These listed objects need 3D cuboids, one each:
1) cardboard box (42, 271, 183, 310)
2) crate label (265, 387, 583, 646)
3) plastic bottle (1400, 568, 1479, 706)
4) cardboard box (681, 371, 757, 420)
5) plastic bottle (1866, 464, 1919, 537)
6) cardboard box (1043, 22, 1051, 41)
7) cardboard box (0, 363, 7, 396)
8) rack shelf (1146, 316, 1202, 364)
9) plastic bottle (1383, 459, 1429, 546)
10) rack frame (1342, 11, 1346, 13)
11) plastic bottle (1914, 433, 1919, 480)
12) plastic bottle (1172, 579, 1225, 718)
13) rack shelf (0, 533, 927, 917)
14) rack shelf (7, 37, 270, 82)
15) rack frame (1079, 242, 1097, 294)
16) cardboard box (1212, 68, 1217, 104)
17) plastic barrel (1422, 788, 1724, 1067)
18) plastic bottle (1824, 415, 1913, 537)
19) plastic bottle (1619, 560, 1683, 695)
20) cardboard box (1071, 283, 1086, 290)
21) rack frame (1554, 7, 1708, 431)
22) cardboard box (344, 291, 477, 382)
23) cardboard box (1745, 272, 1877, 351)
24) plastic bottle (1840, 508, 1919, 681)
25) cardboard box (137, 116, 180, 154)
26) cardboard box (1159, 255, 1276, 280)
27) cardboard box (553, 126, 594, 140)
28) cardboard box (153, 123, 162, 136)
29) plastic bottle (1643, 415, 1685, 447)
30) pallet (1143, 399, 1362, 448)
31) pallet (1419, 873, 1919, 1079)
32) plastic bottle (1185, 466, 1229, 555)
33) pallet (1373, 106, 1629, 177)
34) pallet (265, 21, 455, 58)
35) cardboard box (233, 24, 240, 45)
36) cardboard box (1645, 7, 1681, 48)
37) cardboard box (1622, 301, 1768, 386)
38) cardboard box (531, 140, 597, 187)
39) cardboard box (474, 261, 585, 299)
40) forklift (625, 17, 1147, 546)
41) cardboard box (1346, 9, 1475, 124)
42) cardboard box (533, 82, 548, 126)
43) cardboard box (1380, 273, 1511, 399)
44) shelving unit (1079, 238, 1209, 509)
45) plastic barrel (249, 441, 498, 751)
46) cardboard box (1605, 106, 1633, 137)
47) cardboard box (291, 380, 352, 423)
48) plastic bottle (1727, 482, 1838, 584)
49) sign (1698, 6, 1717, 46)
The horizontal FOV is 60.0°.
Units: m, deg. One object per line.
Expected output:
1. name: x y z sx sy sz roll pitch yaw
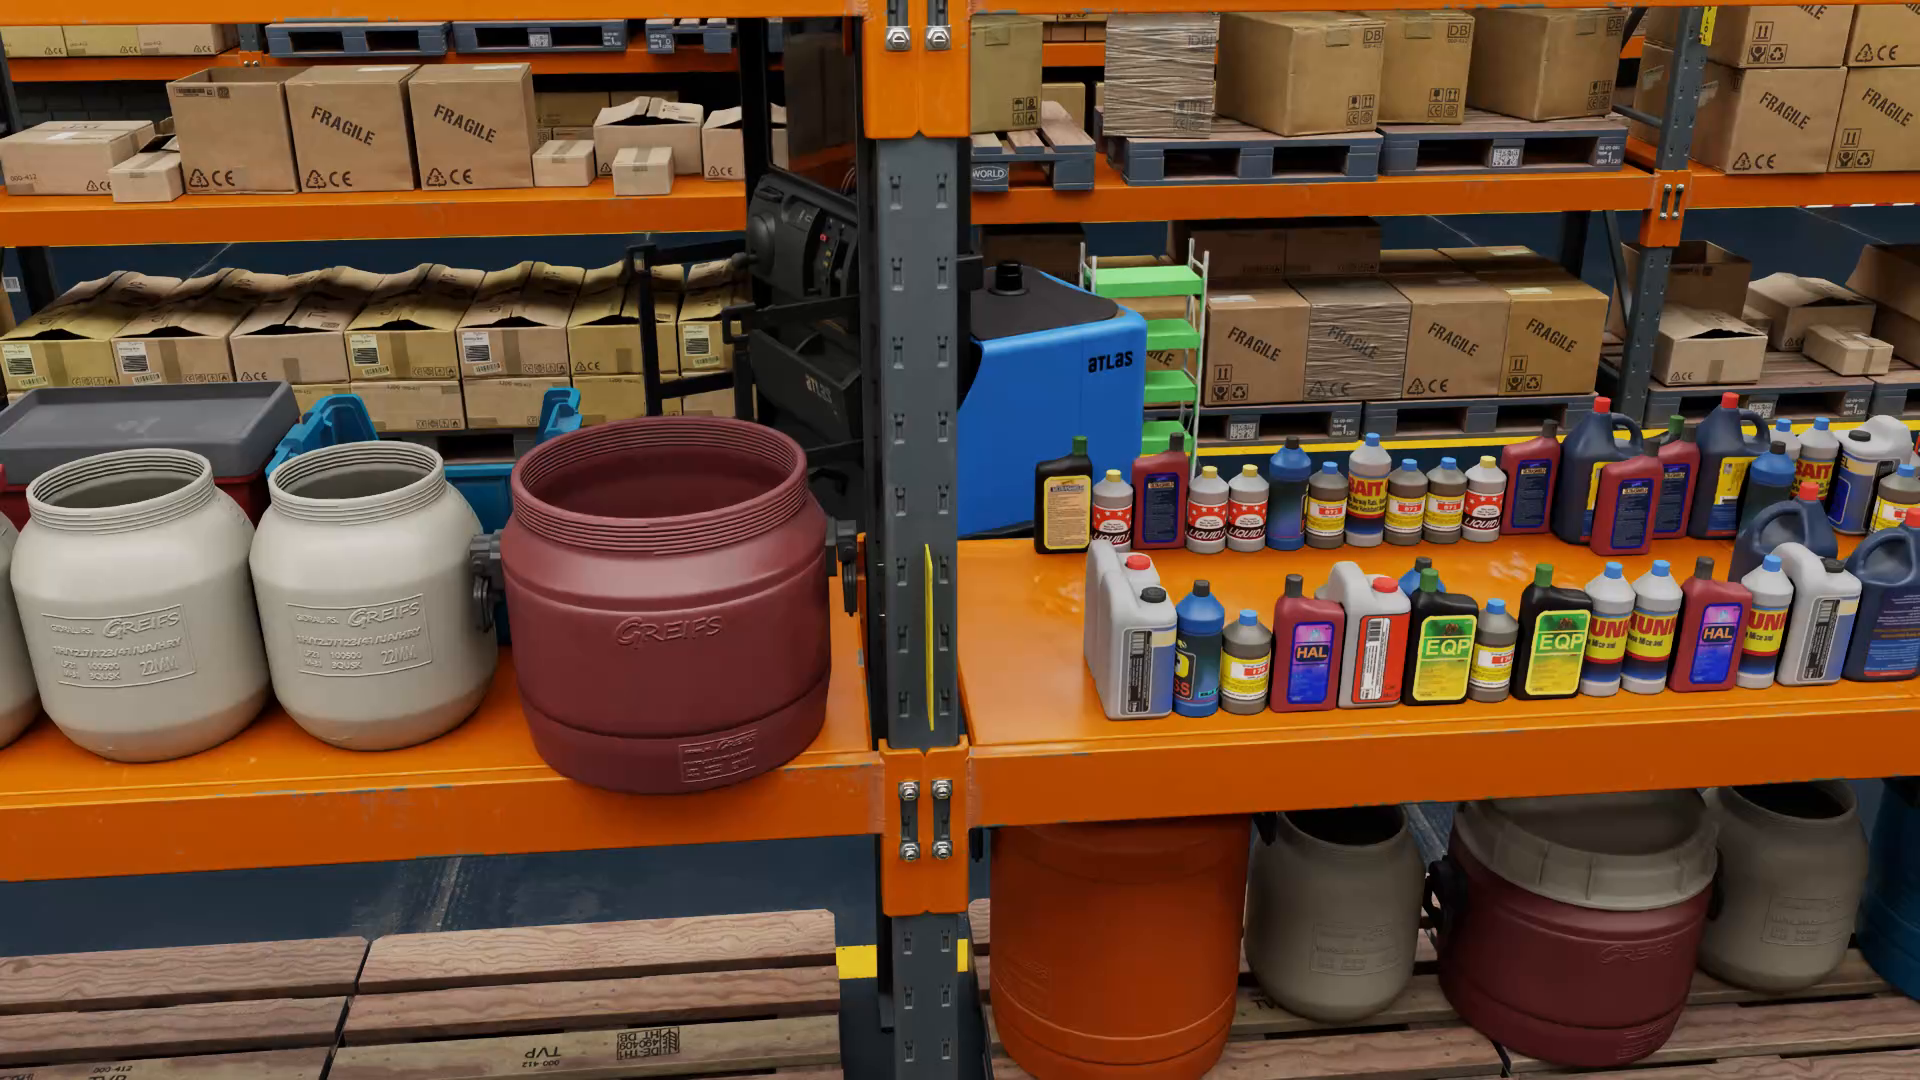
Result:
1. cardboard box: -4.205 -1.139 8.297 0.500 0.311 0.500 -2 24 -5
2. crate label: -1.131 -0.058 3.645 0.616 0.435 0.502 -2 24 -5
3. plastic bottle: 0.945 0.189 3.276 0.133 0.283 0.061 -2 24 -5
4. cardboard box: -1.098 -0.791 8.204 0.500 0.250 0.500 -2 24 -4
5. plastic bottle: 2.245 -0.081 3.984 0.097 0.201 0.097 0 24 0
6. cardboard box: 0.539 -3.854 12.511 0.250 0.149 0.380 -2 24 -4
7. cardboard box: -5.071 -0.855 8.348 0.500 0.250 0.500 -2 24 -5
8. rack shelf: 0.788 -0.867 7.289 0.480 0.148 0.258 -4 24 -8
9. plastic bottle: 1.076 -0.096 4.018 0.097 0.201 0.097 0 24 0
10. rack frame: 2.891 -4.137 12.864 0.127 3.000 1.000 -2 24 -5
11. plastic bottle: 2.445 -0.174 4.102 0.135 0.276 0.152 -2 24 -5
12. plastic bottle: 0.465 0.206 3.252 0.097 0.271 0.097 0 24 0
13. rack shelf: -2.106 0.436 3.462 4.000 0.370 1.077 -2 24 -5
14. rack shelf: -7.060 -3.409 12.112 4.000 0.370 1.077 -2 24 -5
15. rack frame: 0.547 -0.690 7.325 0.015 1.200 0.240 -4 24 -8
16. cardboard box: 2.257 -3.268 13.039 0.750 0.750 0.750 -2 24 -5
17. plastic barrel: 1.493 0.866 4.061 0.708 0.588 0.600 -2 24 -5
18. plastic bottle: 2.215 -0.165 4.081 0.135 0.276 0.152 -2 24 -5
19. plastic bottle: 1.385 0.169 3.335 0.097 0.271 0.097 0 24 0
20. cardboard box: 0.403 -0.960 8.252 0.500 0.500 0.500 -3 24 -7
21. rack frame: 3.382 -2.135 8.359 0.127 3.000 1.000 -2 24 -5
22. cardboard box: -2.614 -0.985 7.950 0.500 0.311 0.500 -2 24 -4
23. cardboard box: 4.667 -1.274 9.193 0.500 0.311 0.500 -2 24 -5
24. plastic bottle: 1.886 0.103 3.386 0.185 0.351 0.144 -2 24 -5
25. cardboard box: -3.723 -1.863 7.914 0.258 0.266 0.396 -3 24 -6
26. cardboard box: 1.346 -1.210 8.815 0.500 0.500 0.500 -3 24 -7
27. cardboard box: -2.817 -2.981 12.800 0.500 0.500 0.700 -2 24 -5
28. cardboard box: -6.099 -2.819 12.434 0.500 0.500 0.500 -4 24 -9
29. plastic bottle: 1.699 -0.166 4.075 0.133 0.283 0.061 -2 24 -5
30. pallet: 1.359 -0.763 8.706 1.213 0.211 1.003 -2 24 -5
31. pallet: 1.876 1.206 4.277 1.213 0.211 1.003 -2 24 -5
32. plastic bottle: 0.591 -0.077 3.974 0.097 0.201 0.097 0 24 0
33. pallet: 2.576 -2.059 8.426 1.213 0.211 1.003 -2 24 -5
34. pallet: -4.295 -3.701 12.121 1.213 0.211 1.003 -2 24 -5
35. cardboard box: -5.559 -3.826 12.325 0.500 0.250 0.500 -2 24 -5
36. cardboard box: 3.860 -2.762 8.417 0.500 0.500 0.500 -2 24 -5
37. cardboard box: 3.821 -1.036 8.657 0.500 0.311 0.500 -2 24 -5
38. cardboard box: -1.862 -1.786 7.885 0.250 0.149 0.380 -1 24 -1
39. cardboard box: -2.179 -1.221 8.481 0.500 0.311 0.500 -3 24 -7
40. forklift: -0.773 -1.130 6.184 3.031 2.935 1.130 -13 27 -27
41. cardboard box: 2.210 -2.391 8.295 0.500 0.500 0.700 1 24 3
42. cardboard box: -3.384 -3.296 12.585 0.500 0.250 0.500 -3 24 -7
43. cardboard box: 2.426 -1.041 8.436 0.500 0.500 0.500 -2 24 -5
44. shelving unit: 0.788 -0.706 7.360 0.503 1.200 0.258 -4 24 -8
45. plastic barrel: -1.118 0.104 3.186 0.421 0.512 0.421 0 24 0
46. cardboard box: 5.187 -3.237 13.401 0.500 0.500 0.700 -3 24 -7
47. cardboard box: -3.130 -0.708 8.019 0.500 0.250 0.500 -3 24 -7
48. plastic bottle: 1.737 0.047 3.512 0.185 0.351 0.144 -2 24 -5
49. sign: 3.440 -2.439 7.620 0.005 0.325 0.100 -2 24 -5
